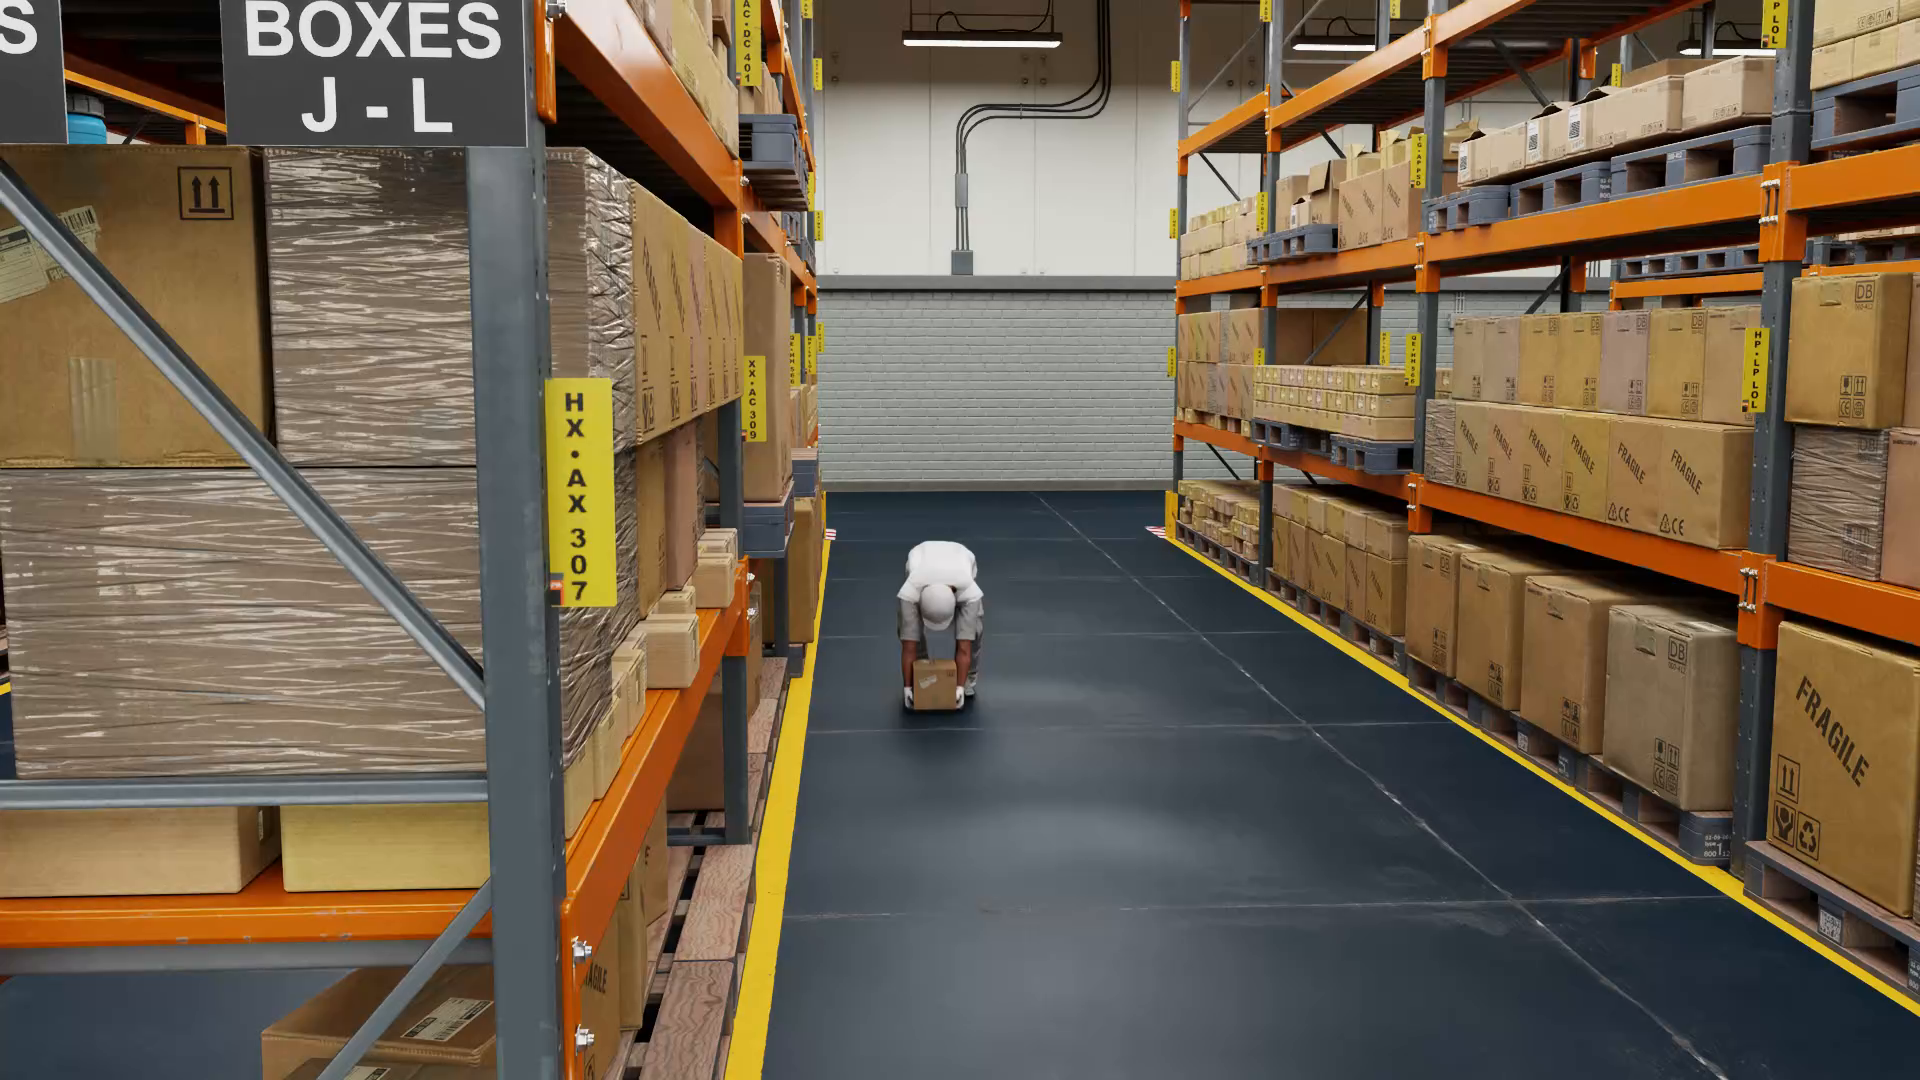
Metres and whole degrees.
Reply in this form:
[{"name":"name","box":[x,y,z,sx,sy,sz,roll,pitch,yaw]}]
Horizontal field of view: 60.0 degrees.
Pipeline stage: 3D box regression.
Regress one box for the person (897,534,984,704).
[{"name":"person","box":[-0.120,0.479,9.976,0.526,0.988,0.981,0,7,3]}]
